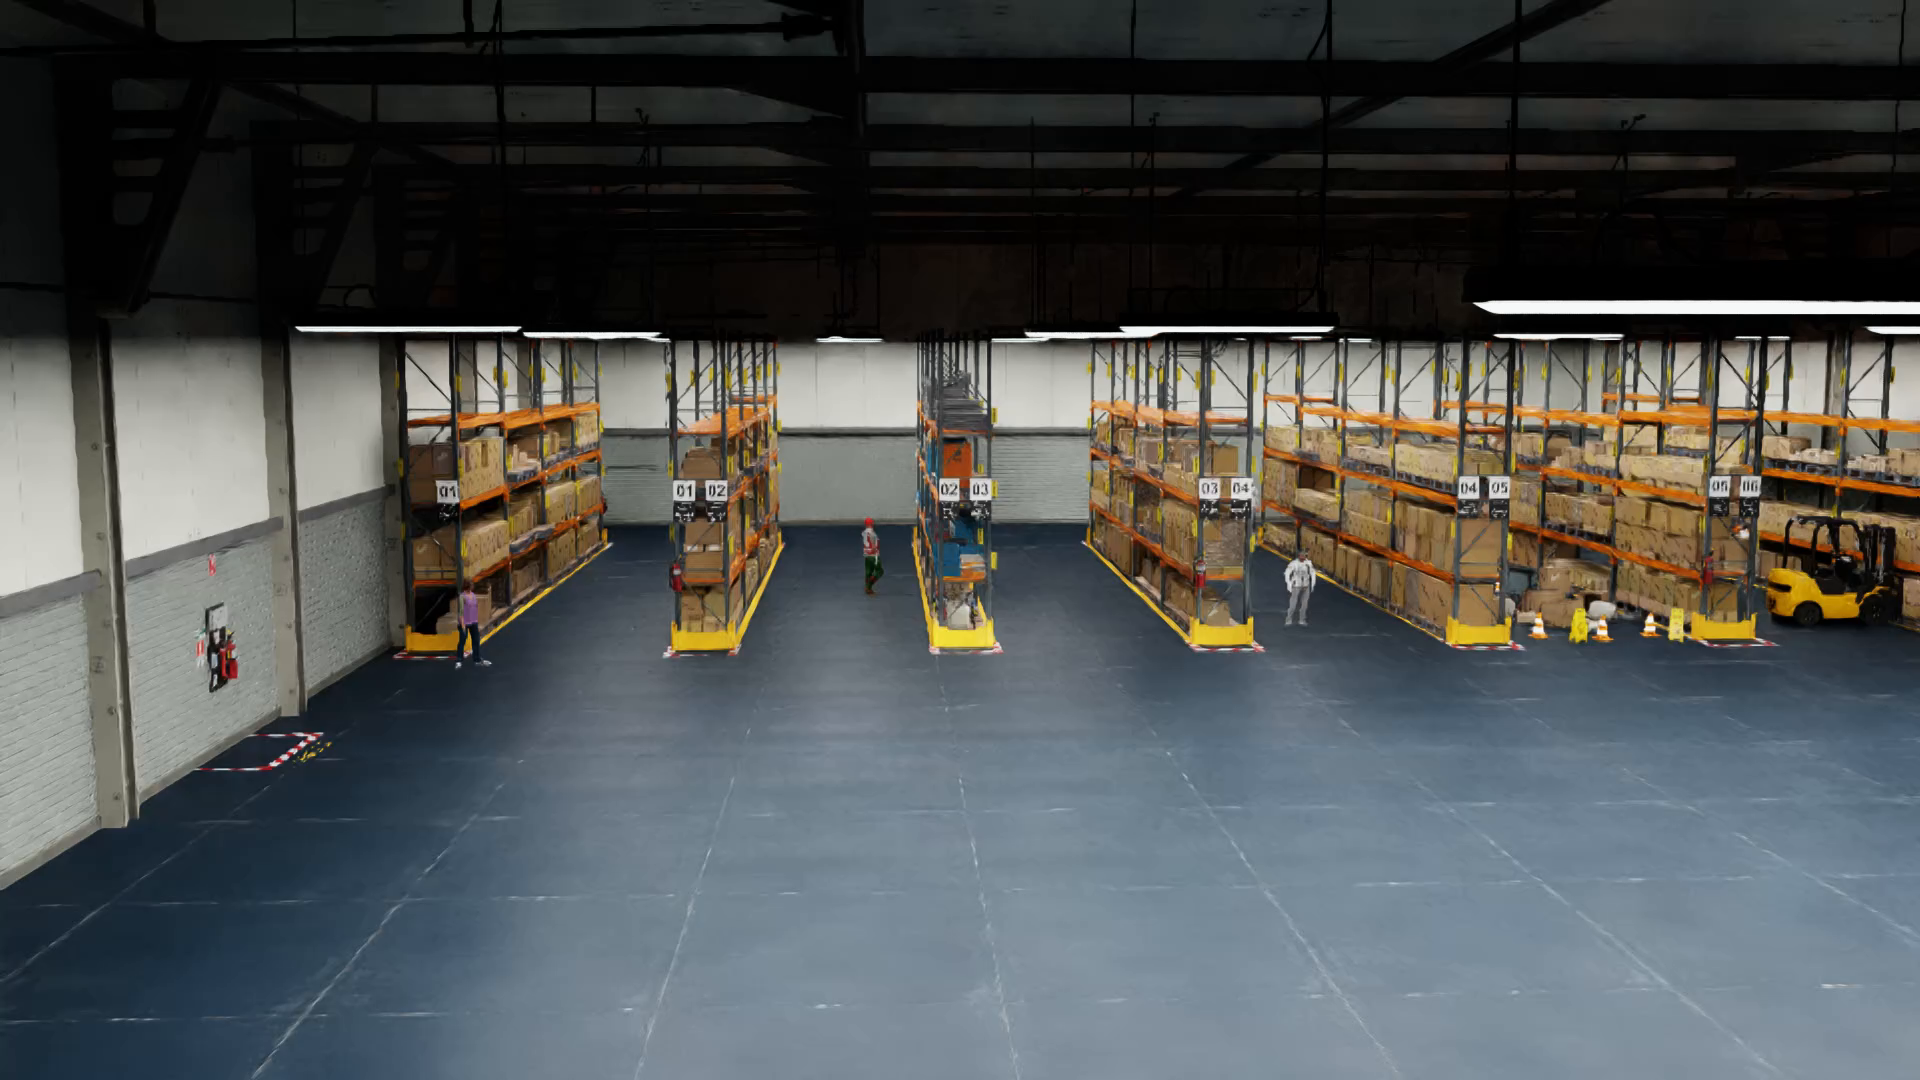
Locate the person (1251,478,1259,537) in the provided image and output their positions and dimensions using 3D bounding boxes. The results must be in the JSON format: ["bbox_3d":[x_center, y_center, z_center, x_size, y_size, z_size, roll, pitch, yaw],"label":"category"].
[{"bbox_3d":[8.646,-0.985,49.389,0.387,1.767,0.637,-5,8,-34],"label":"person"}]

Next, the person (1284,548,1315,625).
[{"bbox_3d":[6.917,0.939,33.853,0.639,1.628,0.512,-1,7,-5],"label":"person"}]

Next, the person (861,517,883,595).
[{"bbox_3d":[-2.008,0.335,37.970,0.350,1.732,0.594,-4,8,-32],"label":"person"}]

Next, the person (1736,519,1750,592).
[{"bbox_3d":[18.091,0.351,38.485,0.550,1.662,0.586,3,7,22],"label":"person"}]

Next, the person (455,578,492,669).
[{"bbox_3d":[-8.670,1.463,29.383,0.462,1.594,0.600,3,7,25],"label":"person"}]
